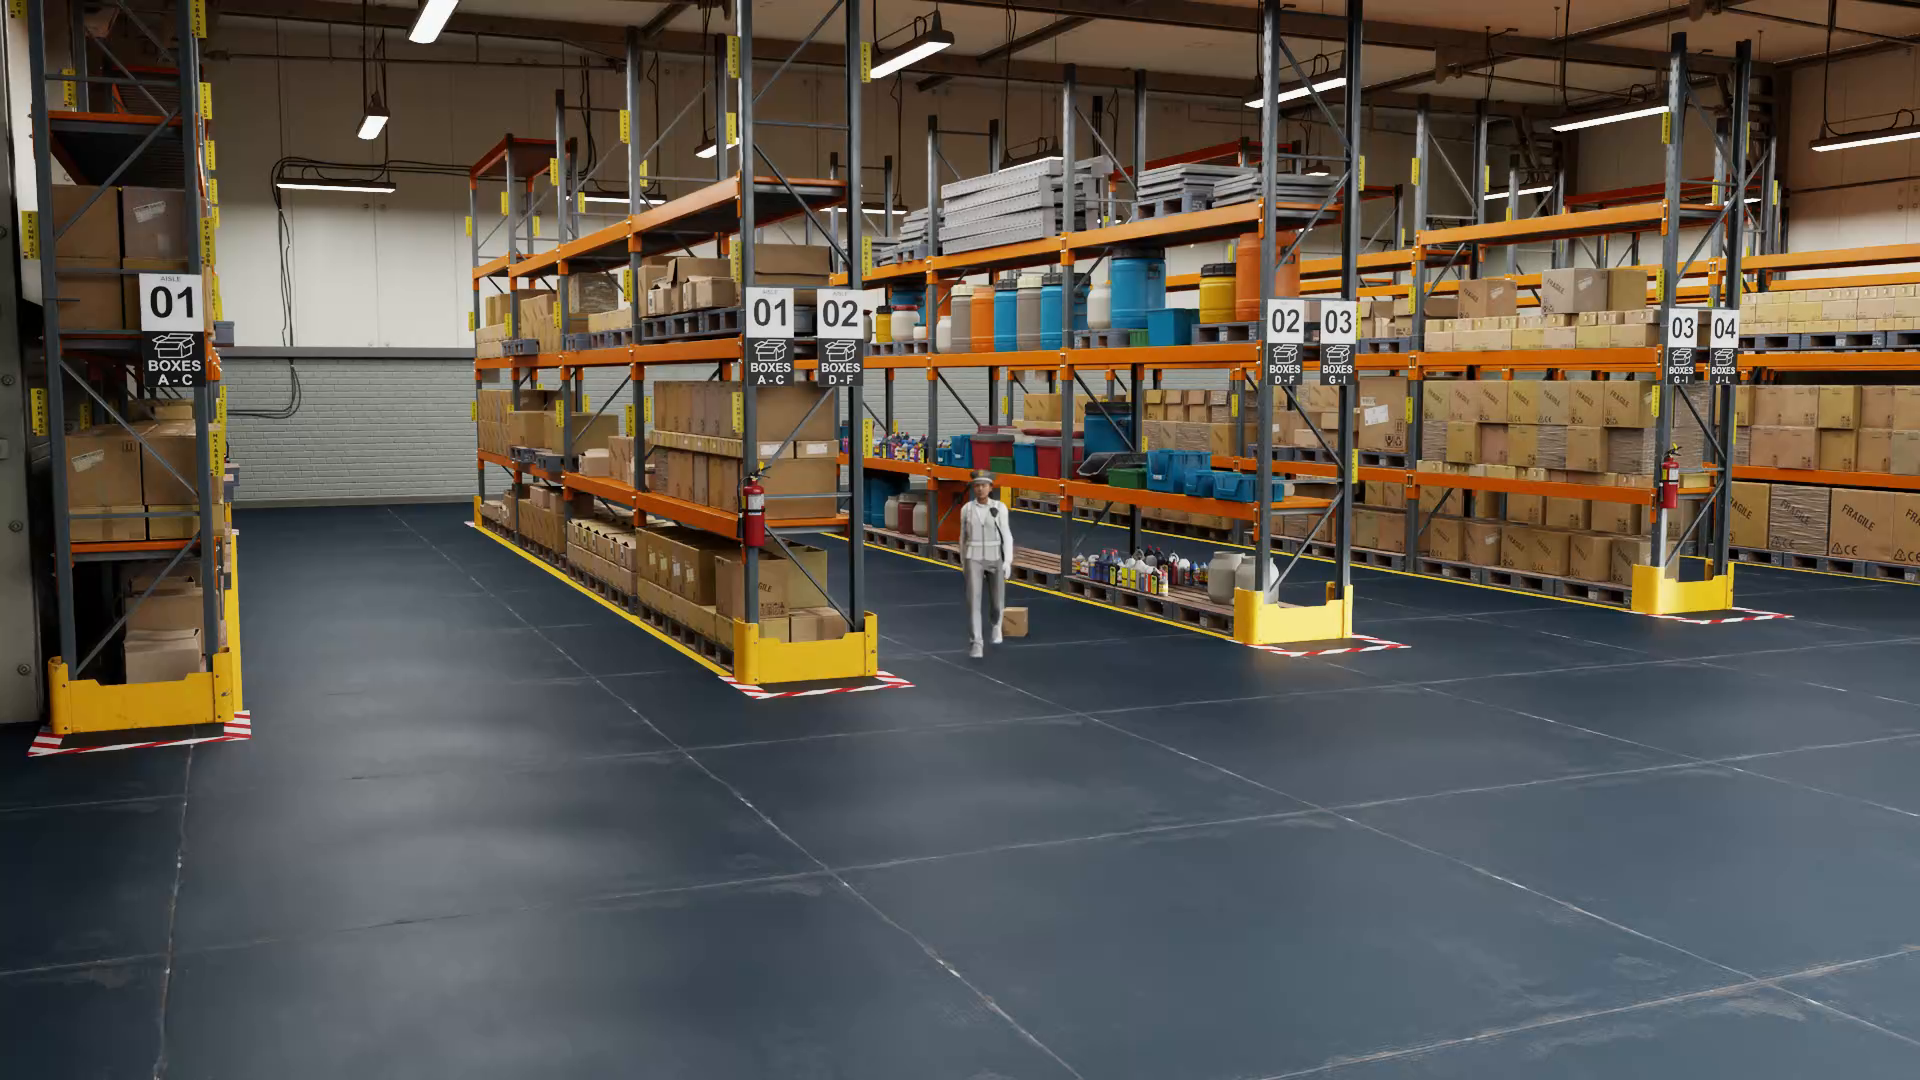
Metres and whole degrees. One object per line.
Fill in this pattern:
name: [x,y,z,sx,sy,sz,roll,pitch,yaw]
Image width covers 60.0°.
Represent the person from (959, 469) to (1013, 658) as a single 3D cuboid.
person: [0.228,0.185,14.809,0.485,1.643,0.925,0,6,2]
